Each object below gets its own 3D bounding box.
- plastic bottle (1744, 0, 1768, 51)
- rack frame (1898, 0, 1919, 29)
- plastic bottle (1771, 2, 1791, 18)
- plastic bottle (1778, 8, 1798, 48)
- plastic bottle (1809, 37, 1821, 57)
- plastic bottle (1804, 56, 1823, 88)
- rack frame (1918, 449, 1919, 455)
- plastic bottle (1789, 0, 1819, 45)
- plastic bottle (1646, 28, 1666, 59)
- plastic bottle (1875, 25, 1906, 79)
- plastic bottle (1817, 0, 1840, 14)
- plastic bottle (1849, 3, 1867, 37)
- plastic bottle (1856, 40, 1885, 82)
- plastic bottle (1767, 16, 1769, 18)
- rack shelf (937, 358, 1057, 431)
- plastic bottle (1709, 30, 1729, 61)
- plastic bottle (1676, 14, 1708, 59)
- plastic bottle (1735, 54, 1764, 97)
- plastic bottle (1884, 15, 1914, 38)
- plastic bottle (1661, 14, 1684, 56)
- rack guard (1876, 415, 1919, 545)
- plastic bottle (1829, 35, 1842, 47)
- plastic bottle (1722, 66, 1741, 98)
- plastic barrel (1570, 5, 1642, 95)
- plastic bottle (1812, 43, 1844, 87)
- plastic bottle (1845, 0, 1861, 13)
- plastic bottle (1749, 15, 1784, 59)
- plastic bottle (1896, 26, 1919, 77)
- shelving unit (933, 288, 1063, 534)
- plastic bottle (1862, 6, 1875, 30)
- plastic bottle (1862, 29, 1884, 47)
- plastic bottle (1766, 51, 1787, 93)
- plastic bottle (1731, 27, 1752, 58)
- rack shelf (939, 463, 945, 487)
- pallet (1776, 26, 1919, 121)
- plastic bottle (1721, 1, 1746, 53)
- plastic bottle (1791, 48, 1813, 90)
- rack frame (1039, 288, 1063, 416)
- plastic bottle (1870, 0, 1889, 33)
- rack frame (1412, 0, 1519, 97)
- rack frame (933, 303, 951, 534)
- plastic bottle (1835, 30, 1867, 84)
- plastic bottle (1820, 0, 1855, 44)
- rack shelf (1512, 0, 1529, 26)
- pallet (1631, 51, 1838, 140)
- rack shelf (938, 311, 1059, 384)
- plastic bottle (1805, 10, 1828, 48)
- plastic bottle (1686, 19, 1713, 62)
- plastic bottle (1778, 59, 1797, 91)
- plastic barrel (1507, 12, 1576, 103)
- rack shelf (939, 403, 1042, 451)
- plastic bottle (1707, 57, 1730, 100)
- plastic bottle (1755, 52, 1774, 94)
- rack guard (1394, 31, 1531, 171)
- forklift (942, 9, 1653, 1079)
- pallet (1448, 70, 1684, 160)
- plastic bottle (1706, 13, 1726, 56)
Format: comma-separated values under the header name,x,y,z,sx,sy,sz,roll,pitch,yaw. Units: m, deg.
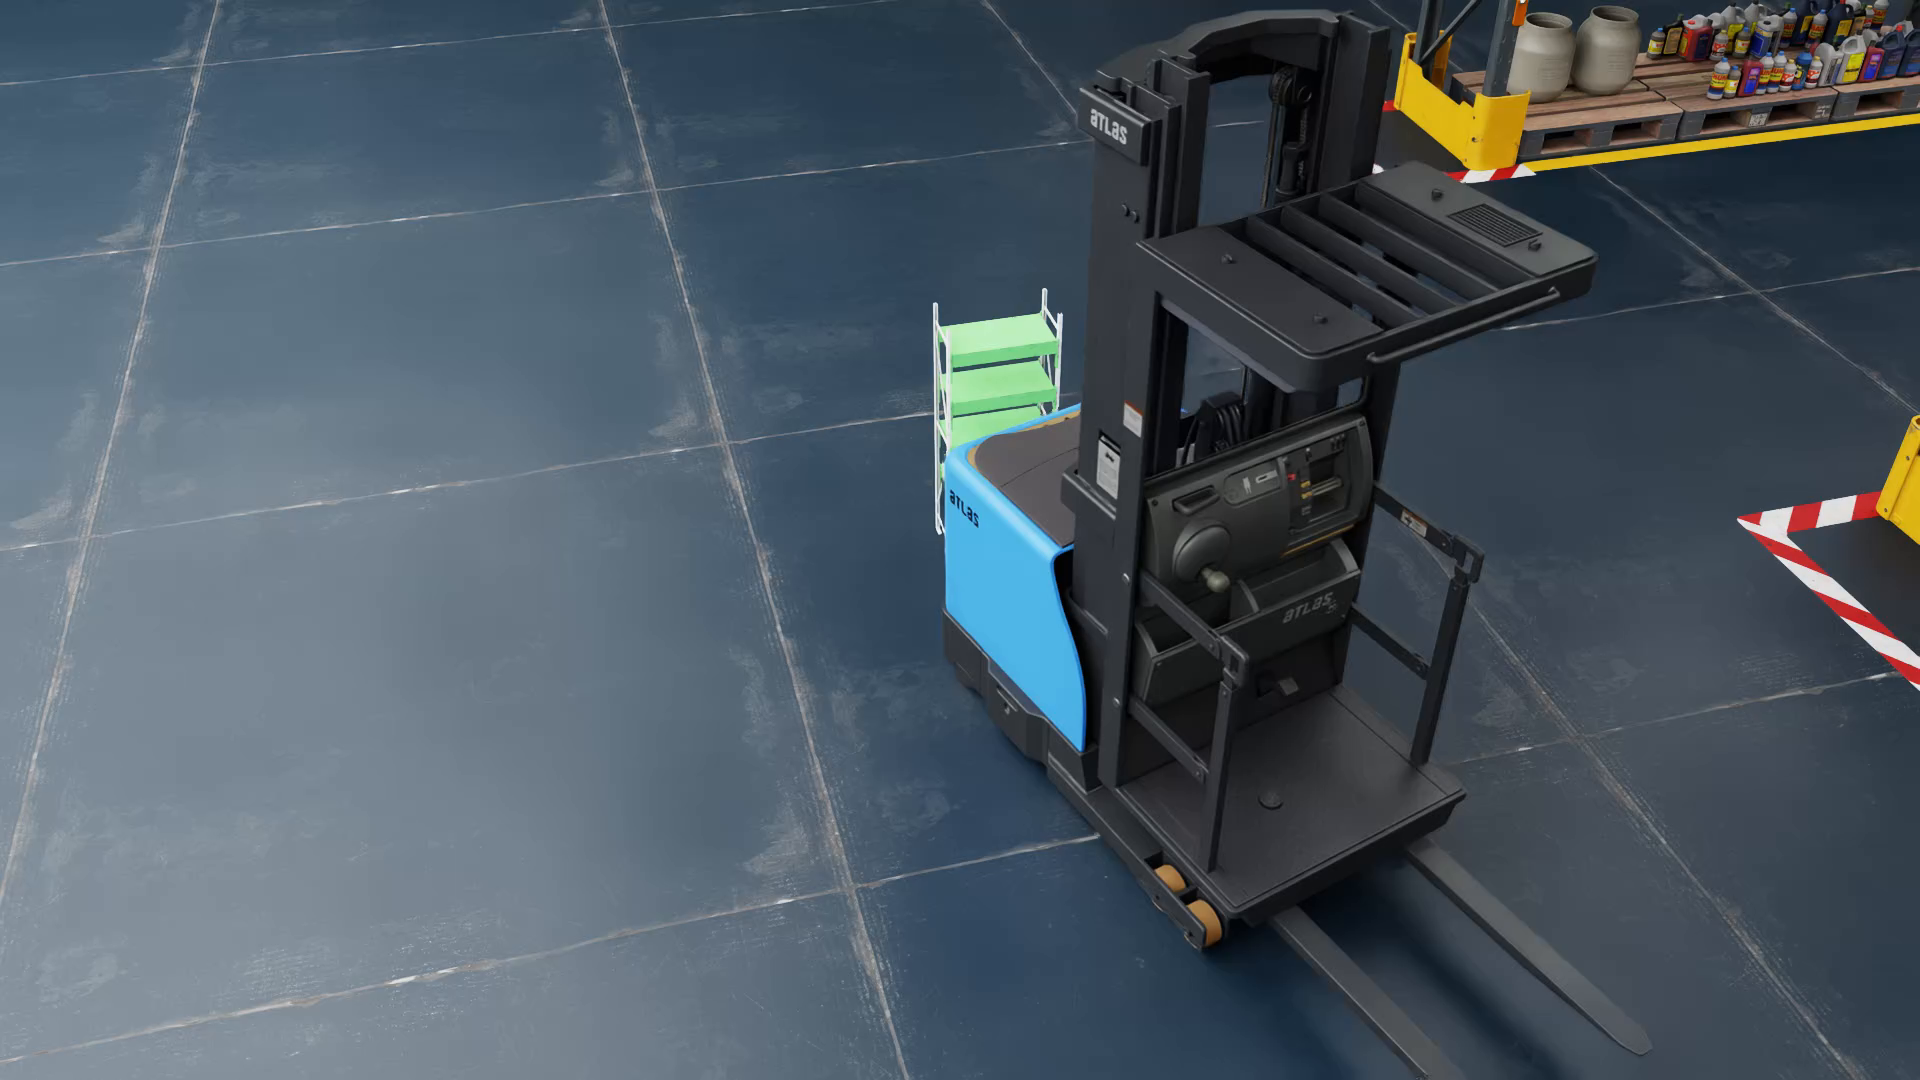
name,x,y,z,sx,sy,sz,roll,pitch,yaw
plastic bottle,5.692,-3.709,11.948,0.185,0.351,0.144,-10,38,-12
rack frame,7.172,-4.568,11.253,0.127,3.000,1.000,-9,38,-12
plastic bottle,5.932,-3.748,12.054,0.133,0.283,0.061,-8,38,-10
plastic bottle,5.970,-3.700,12.001,0.097,0.271,0.097,0,37,0
plastic bottle,5.942,-3.350,11.535,0.133,0.283,0.061,-9,38,-12
plastic bottle,5.864,-3.221,11.433,0.097,0.201,0.097,0,37,0
rack frame,4.602,-1.029,6.627,0.127,3.000,1.000,-9,38,-12
plastic bottle,6.103,-3.777,12.036,0.185,0.351,0.144,-11,39,-14
plastic bottle,4.969,-3.546,11.858,0.097,0.201,0.097,0,37,0
plastic bottle,6.440,-3.389,11.530,0.185,0.351,0.144,-11,39,-14
plastic bottle,6.285,-3.806,12.075,0.185,0.351,0.144,-8,38,-11
plastic bottle,6.474,-3.741,12.045,0.133,0.283,0.061,-9,38,-12
plastic bottle,6.294,-3.312,11.485,0.133,0.283,0.061,-7,38,-9
plastic bottle,5.823,-3.686,12.041,0.097,0.201,0.097,0,37,0
rack shelf,0.160,-0.643,7.313,0.480,0.148,0.258,-9,38,-12
plastic bottle,5.404,-3.522,11.826,0.097,0.201,0.097,0,37,0
plastic bottle,5.220,-3.599,11.866,0.135,0.276,0.152,-9,38,-12
plastic bottle,5.365,-3.160,11.286,0.133,0.283,0.061,-9,38,-11
plastic bottle,6.588,-3.504,11.680,0.185,0.351,0.144,-9,38,-12
plastic bottle,5.077,-3.608,11.871,0.133,0.283,0.061,-8,38,-11
rack guard,4.675,-0.049,7.402,0.348,0.500,1.175,-9,38,-12
plastic bottle,6.077,-3.368,11.557,0.133,0.283,0.061,-9,38,-12
plastic bottle,5.242,-3.119,11.299,0.097,0.201,0.097,0,37,0
plastic barrel,4.410,-3.342,11.352,0.421,0.512,0.421,0,37,0
plastic bottle,5.971,-3.285,11.455,0.135,0.276,0.152,-9,38,-11
plastic bottle,6.445,-3.801,12.129,0.135,0.276,0.152,-8,38,-10
plastic bottle,5.755,-3.597,11.862,0.135,0.276,0.152,-9,38,-12
plastic bottle,6.626,-3.420,11.570,0.185,0.351,0.144,-10,39,-13
shelving unit,0.160,-0.503,7.420,0.503,1.200,0.258,-9,38,-12
plastic bottle,6.652,-3.822,12.219,0.097,0.201,0.097,0,37,0
plastic bottle,6.377,-3.443,11.661,0.135,0.276,0.152,-9,38,-12
plastic bottle,5.570,-3.200,11.348,0.097,0.271,0.097,0,37,0
plastic bottle,5.586,-3.557,11.871,0.097,0.201,0.097,0,37,0
rack shelf,0.160,-0.261,7.604,0.480,0.148,0.258,-9,38,-12
pallet,6.513,-3.379,11.993,1.213,0.211,1.003,-9,38,-12
plastic bottle,5.513,-3.680,11.910,0.185,0.351,0.144,-8,38,-10
plastic bottle,5.765,-3.232,11.390,0.097,0.271,0.097,0,37,0
rack frame,0.395,-0.541,7.470,0.015,1.200,0.240,-9,38,-12
plastic bottle,6.750,-3.866,12.219,0.097,0.271,0.097,0,37,0
rack frame,3.311,-3.935,10.425,0.127,3.000,1.000,-9,38,-12
rack frame,-0.076,-0.464,7.369,0.015,1.200,0.240,-9,38,-12
plastic bottle,6.129,-3.338,11.463,0.185,0.351,0.144,-10,38,-12
plastic bottle,6.322,-3.722,11.965,0.185,0.351,0.144,-9,38,-12
rack shelf,5.241,-3.966,11.057,4.000,0.370,1.077,-9,38,-12
pallet,5.333,-3.183,11.738,1.213,0.211,1.003,-9,38,-12
rack shelf,0.160,-0.833,7.167,0.480,0.148,0.258,-9,38,-12
plastic bottle,6.176,-3.681,11.977,0.097,0.271,0.097,0,37,0
plastic bottle,5.248,-3.540,11.783,0.133,0.283,0.061,-9,38,-12
plastic bottle,5.665,-3.188,11.390,0.097,0.201,0.097,0,37,0
plastic barrel,3.926,-3.262,11.248,0.421,0.512,0.421,0,37,0
rack shelf,0.160,-0.452,7.459,0.480,0.148,0.258,-9,38,-12
plastic bottle,5.142,-3.130,11.257,0.097,0.271,0.097,0,37,0
plastic bottle,5.473,-3.184,11.328,0.097,0.271,0.097,0,37,0
rack guard,3.372,-2.981,11.236,0.348,0.500,1.175,-9,38,-12
forklift,1.124,-0.053,5.407,1.130,2.935,3.031,-20,42,-25
pallet,4.157,-2.992,11.488,1.213,0.211,1.003,-9,38,-12
plastic bottle,5.354,-3.621,11.895,0.135,0.276,0.152,-10,39,-13
